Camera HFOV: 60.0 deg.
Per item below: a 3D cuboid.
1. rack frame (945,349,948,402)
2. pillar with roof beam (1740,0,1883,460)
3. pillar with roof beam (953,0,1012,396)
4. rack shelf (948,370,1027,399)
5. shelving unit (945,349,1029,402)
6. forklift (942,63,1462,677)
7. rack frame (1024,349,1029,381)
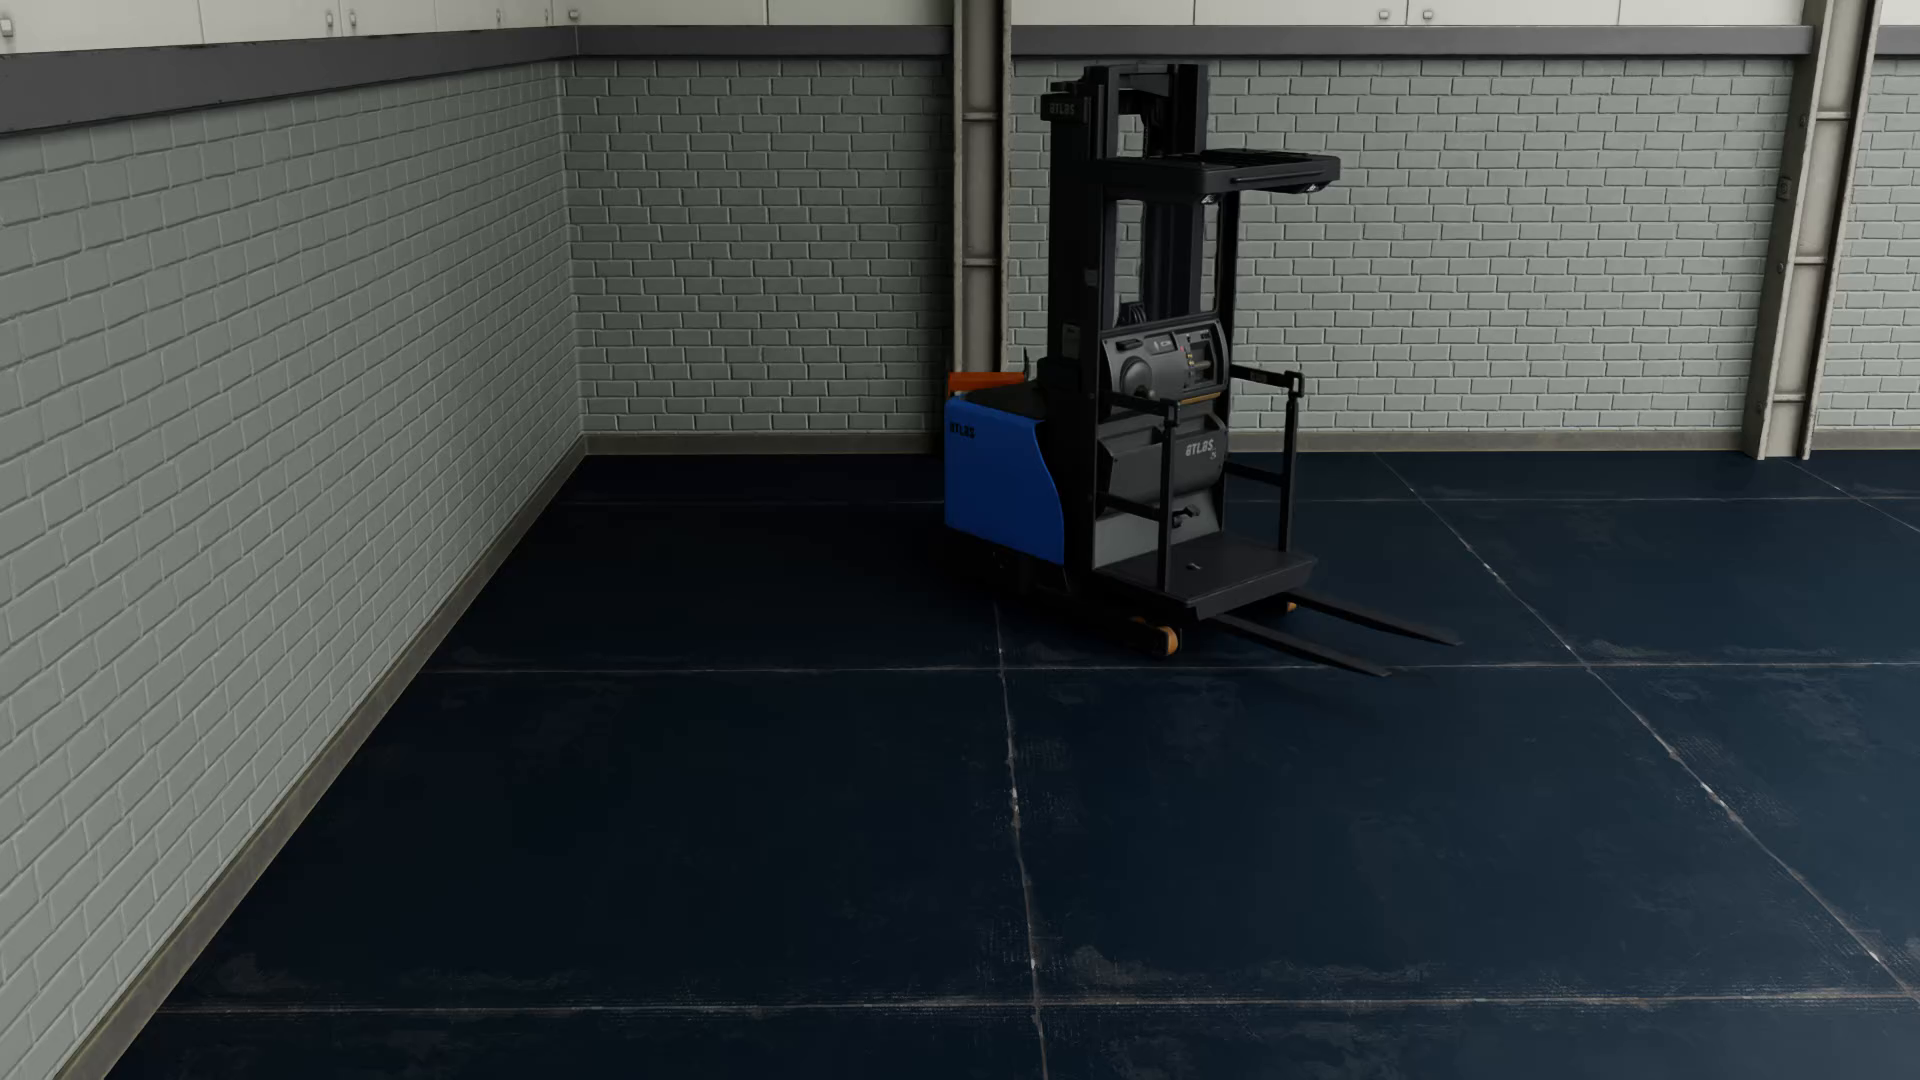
[{"bbox_3d":[-0.081,-0.571,10.363,0.015,1.200,0.240,0,18,-1],"label":"rack frame"},{"bbox_3d":[6.217,-3.619,7.097,0.400,9.000,9.100,0,18,-1],"label":"pillar with roof beam"},{"bbox_3d":[0.218,-3.590,7.007,0.400,9.000,9.100,0,18,-1],"label":"pillar with roof beam"},{"bbox_3d":[0.163,-0.947,10.249,0.480,0.148,0.258,0,18,-1],"label":"rack shelf"},{"bbox_3d":[0.163,-0.573,10.369,0.503,1.200,0.258,0,18,-1],"label":"shelving unit"},{"bbox_3d":[1.242,-0.958,8.734,1.130,2.935,3.031,-15,23,-39],"label":"forklift"},{"bbox_3d":[0.407,-0.575,10.375,0.015,1.200,0.240,0,18,-1],"label":"rack frame"}]
